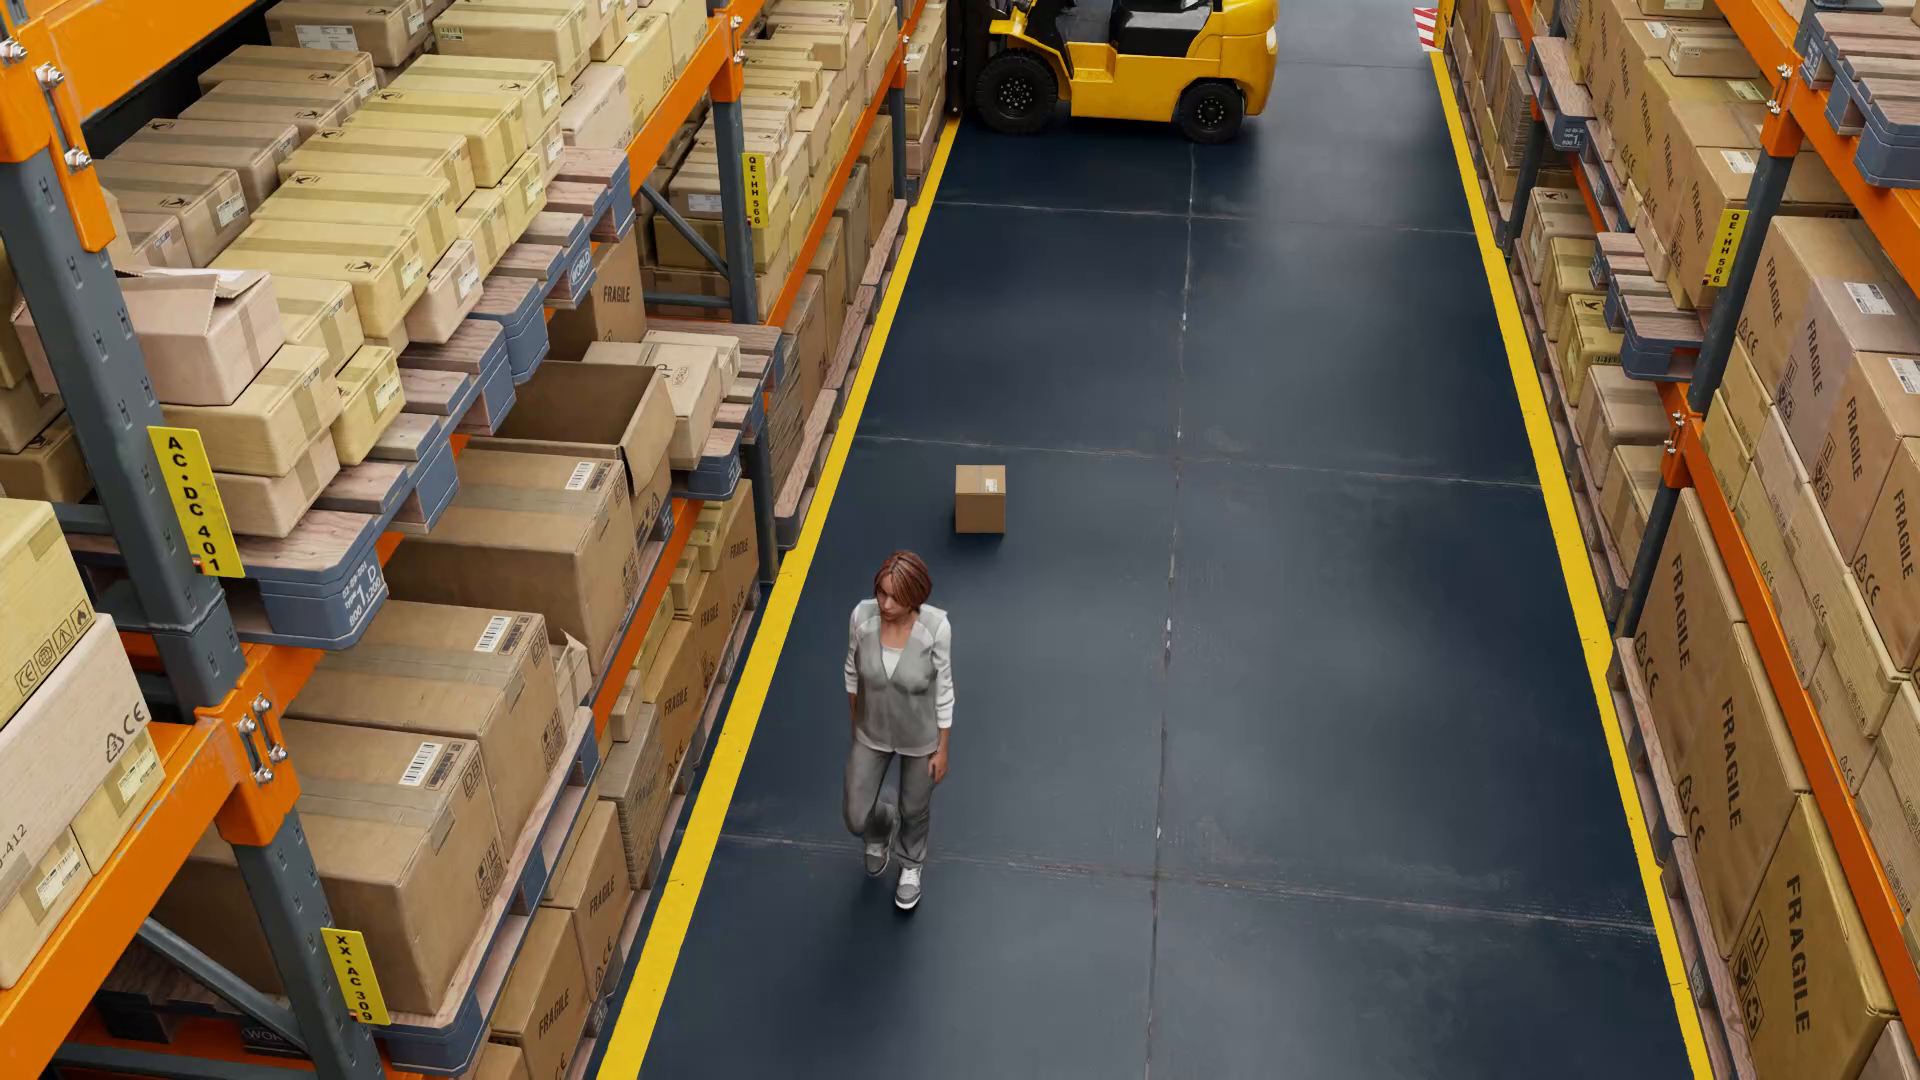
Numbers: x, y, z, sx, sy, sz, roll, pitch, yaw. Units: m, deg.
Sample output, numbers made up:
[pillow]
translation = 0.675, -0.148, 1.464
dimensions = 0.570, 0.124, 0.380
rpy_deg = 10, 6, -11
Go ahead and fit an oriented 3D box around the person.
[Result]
[person]
translation = -0.224, 0.718, 6.038
dimensions = 0.414, 1.591, 0.409
rpy_deg = 5, 37, 7
